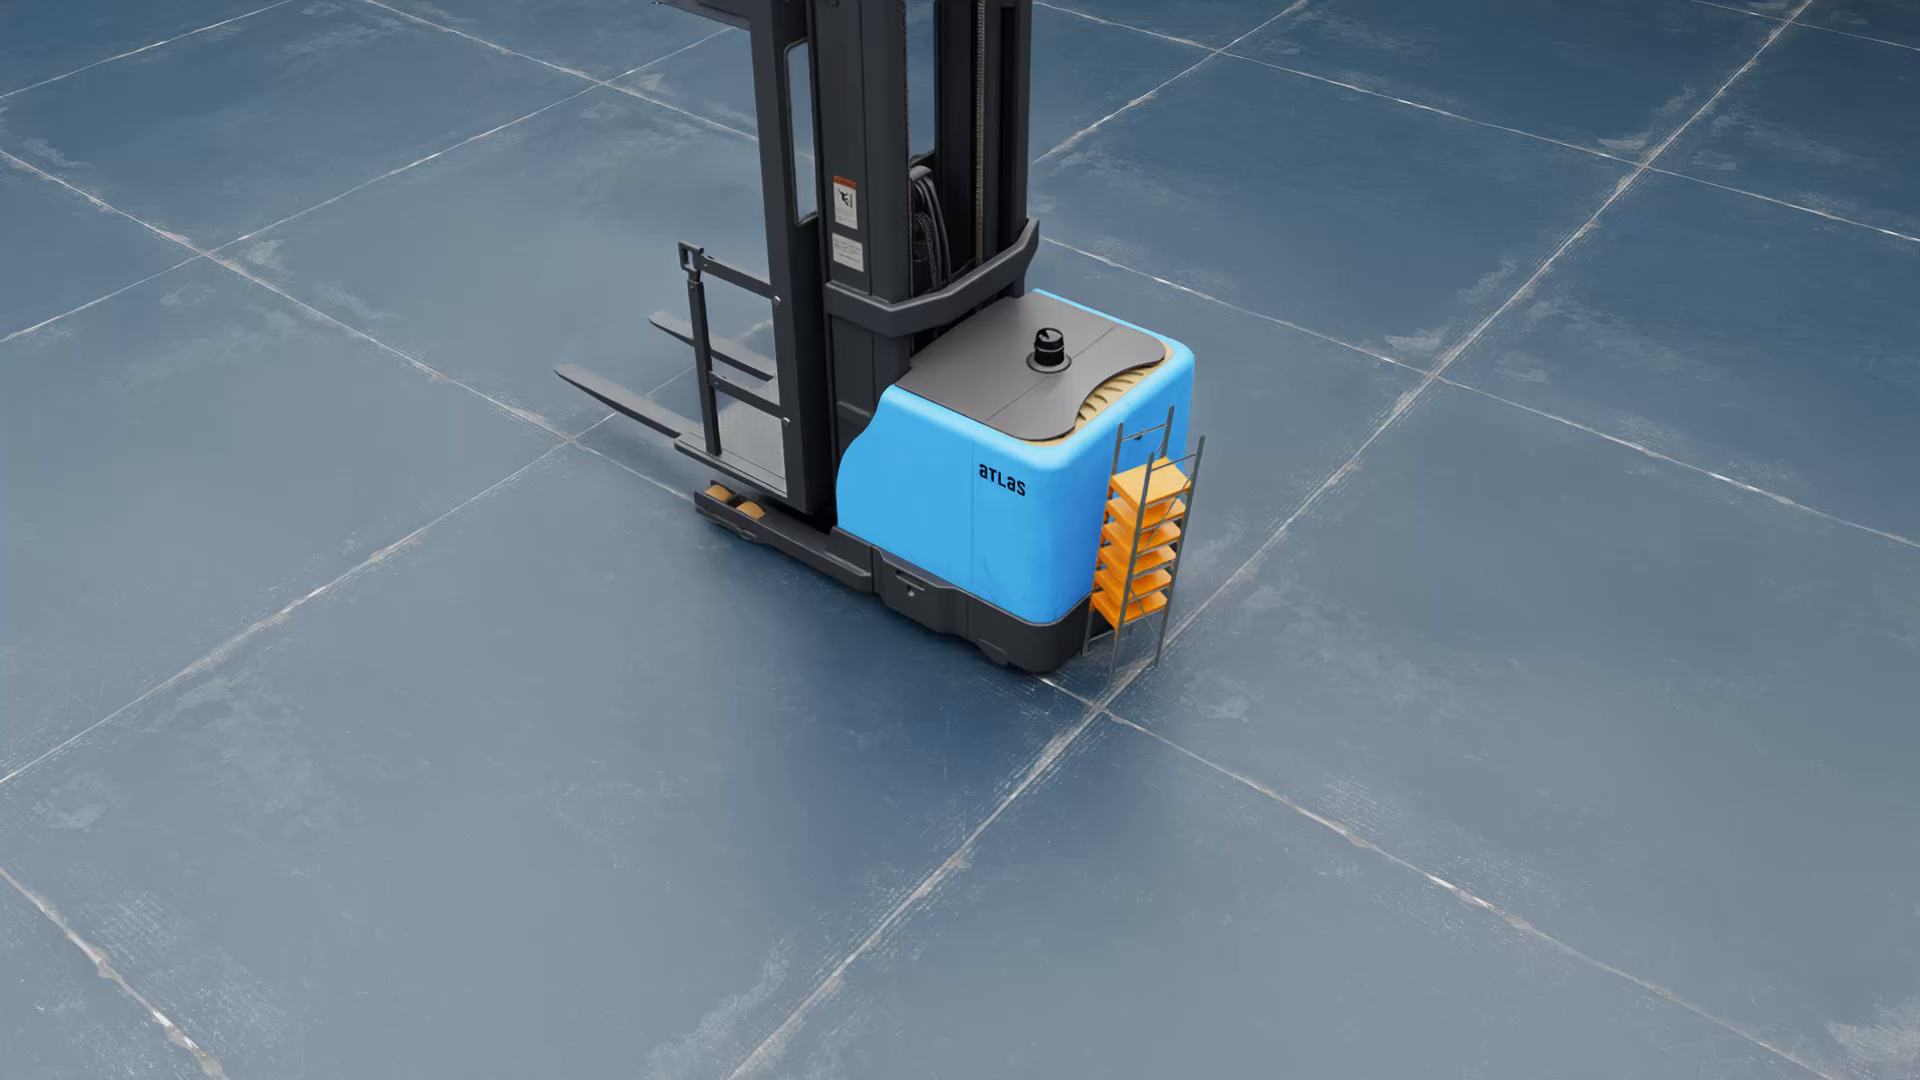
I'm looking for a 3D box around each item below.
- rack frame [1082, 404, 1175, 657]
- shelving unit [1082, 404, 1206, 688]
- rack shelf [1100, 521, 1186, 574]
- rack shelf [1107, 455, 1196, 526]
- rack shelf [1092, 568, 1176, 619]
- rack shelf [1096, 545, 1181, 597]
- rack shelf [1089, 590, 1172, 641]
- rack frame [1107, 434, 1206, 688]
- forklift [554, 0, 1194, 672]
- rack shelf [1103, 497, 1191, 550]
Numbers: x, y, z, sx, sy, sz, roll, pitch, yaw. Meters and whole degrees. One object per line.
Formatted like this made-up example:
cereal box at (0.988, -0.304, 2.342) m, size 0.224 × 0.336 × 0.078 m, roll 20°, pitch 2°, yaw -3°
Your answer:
rack frame at (0.623, -0.008, 6.258) m, size 0.240 × 1.200 × 0.006 m, roll -20°, pitch 49°, yaw -24°
shelving unit at (0.670, 0.049, 6.202) m, size 0.258 × 1.200 × 0.189 m, roll -20°, pitch 49°, yaw -24°
rack shelf at (0.674, -0.006, 6.151) m, size 0.258 × 0.103 × 0.180 m, roll -20°, pitch 49°, yaw -24°
rack shelf at (0.688, -0.180, 5.986) m, size 0.258 × 0.103 × 0.180 m, roll -20°, pitch 49°, yaw -24°
rack shelf at (0.660, 0.168, 6.315) m, size 0.258 × 0.103 × 0.180 m, roll -20°, pitch 49°, yaw -24°
rack shelf at (0.667, 0.081, 6.233) m, size 0.258 × 0.103 × 0.180 m, roll -20°, pitch 49°, yaw -24°
rack shelf at (0.653, 0.255, 6.397) m, size 0.258 × 0.103 × 0.180 m, roll -20°, pitch 49°, yaw -24°
rack frame at (0.716, 0.105, 6.147) m, size 0.240 × 1.200 × 0.006 m, roll -20°, pitch 49°, yaw -24°
forklift at (-0.543, -1.385, 6.641) m, size 3.031 × 2.935 × 1.130 m, roll 26°, pitch 45°, yaw 29°
rack shelf at (0.681, -0.093, 6.068) m, size 0.258 × 0.103 × 0.180 m, roll -20°, pitch 49°, yaw -24°
